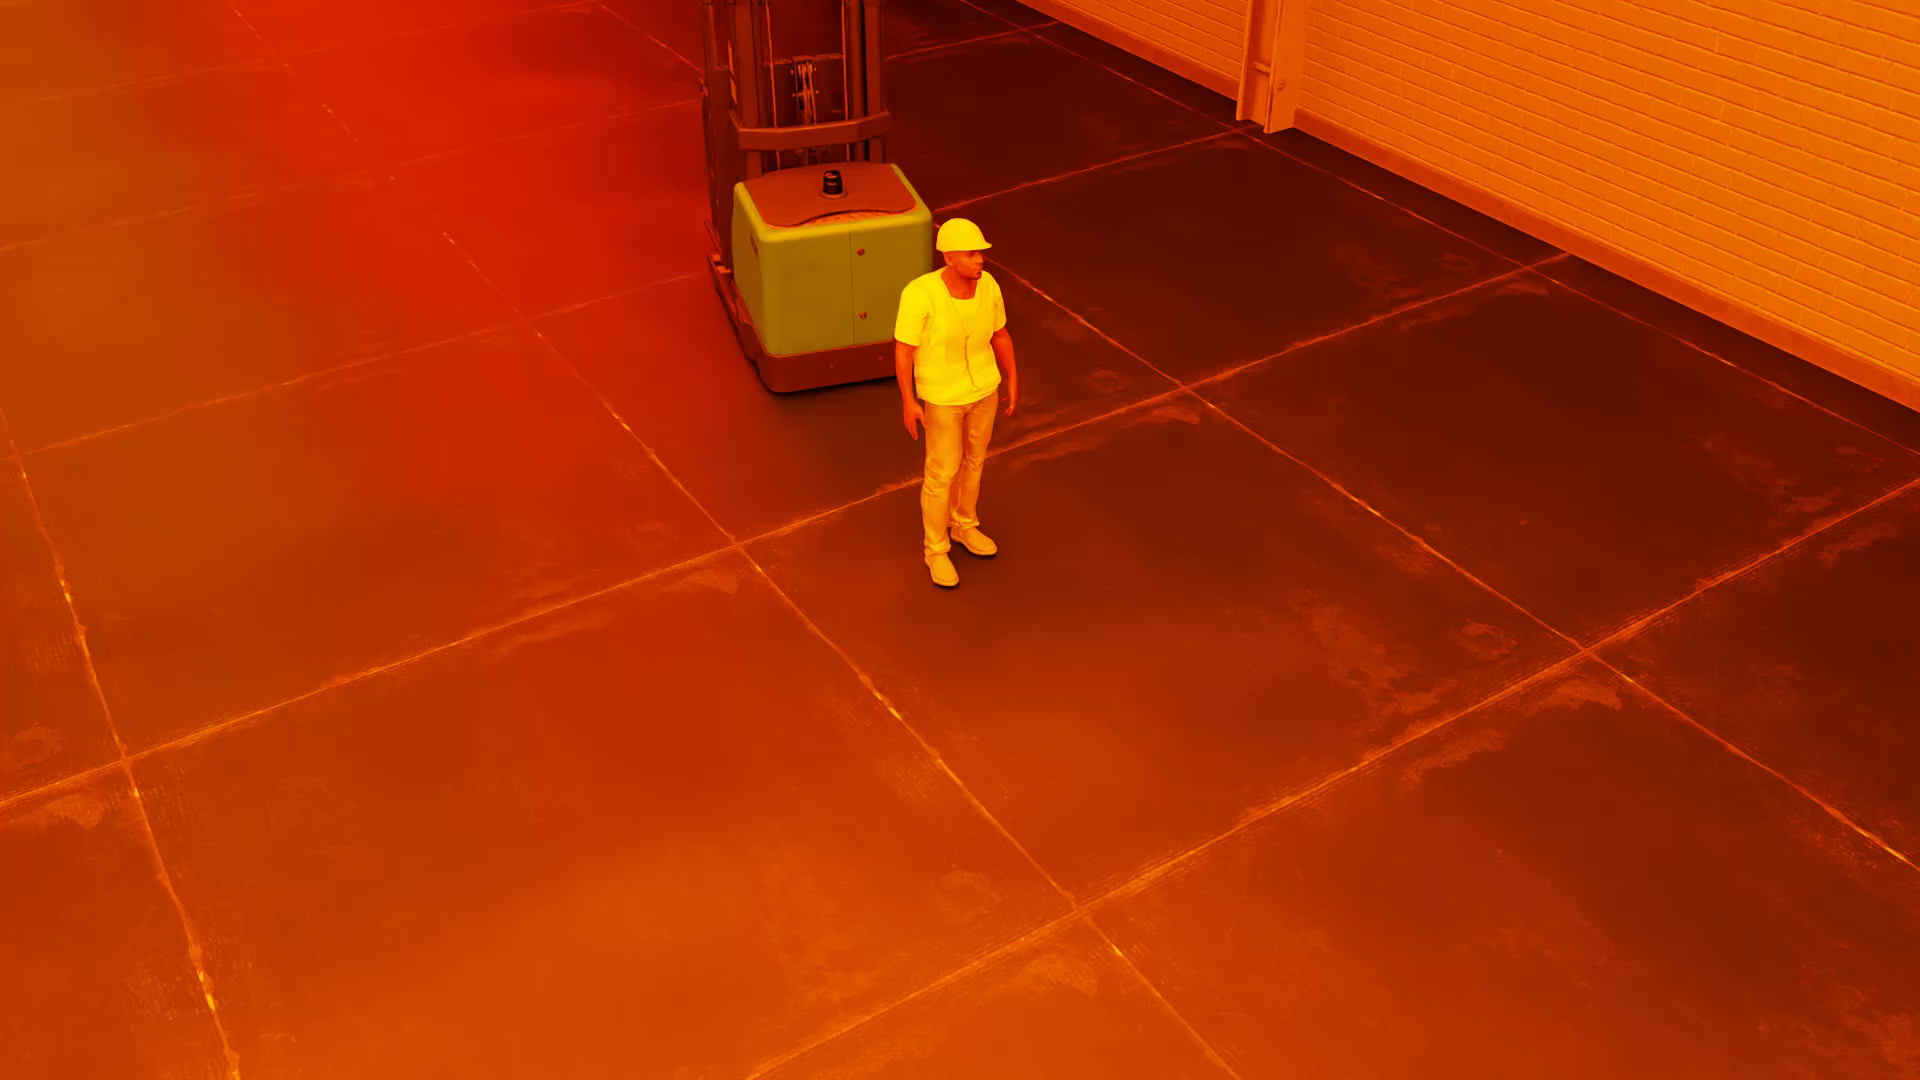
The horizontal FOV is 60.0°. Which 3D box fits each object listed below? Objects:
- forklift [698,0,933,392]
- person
[{"bbox_3d":[-1.068,-2.916,10.297,1.130,2.935,3.031,-10,36,-14],"label":"forklift"},{"bbox_3d":[0.032,-0.693,8.135,0.665,1.765,0.577,-21,40,-27],"label":"person"}]
